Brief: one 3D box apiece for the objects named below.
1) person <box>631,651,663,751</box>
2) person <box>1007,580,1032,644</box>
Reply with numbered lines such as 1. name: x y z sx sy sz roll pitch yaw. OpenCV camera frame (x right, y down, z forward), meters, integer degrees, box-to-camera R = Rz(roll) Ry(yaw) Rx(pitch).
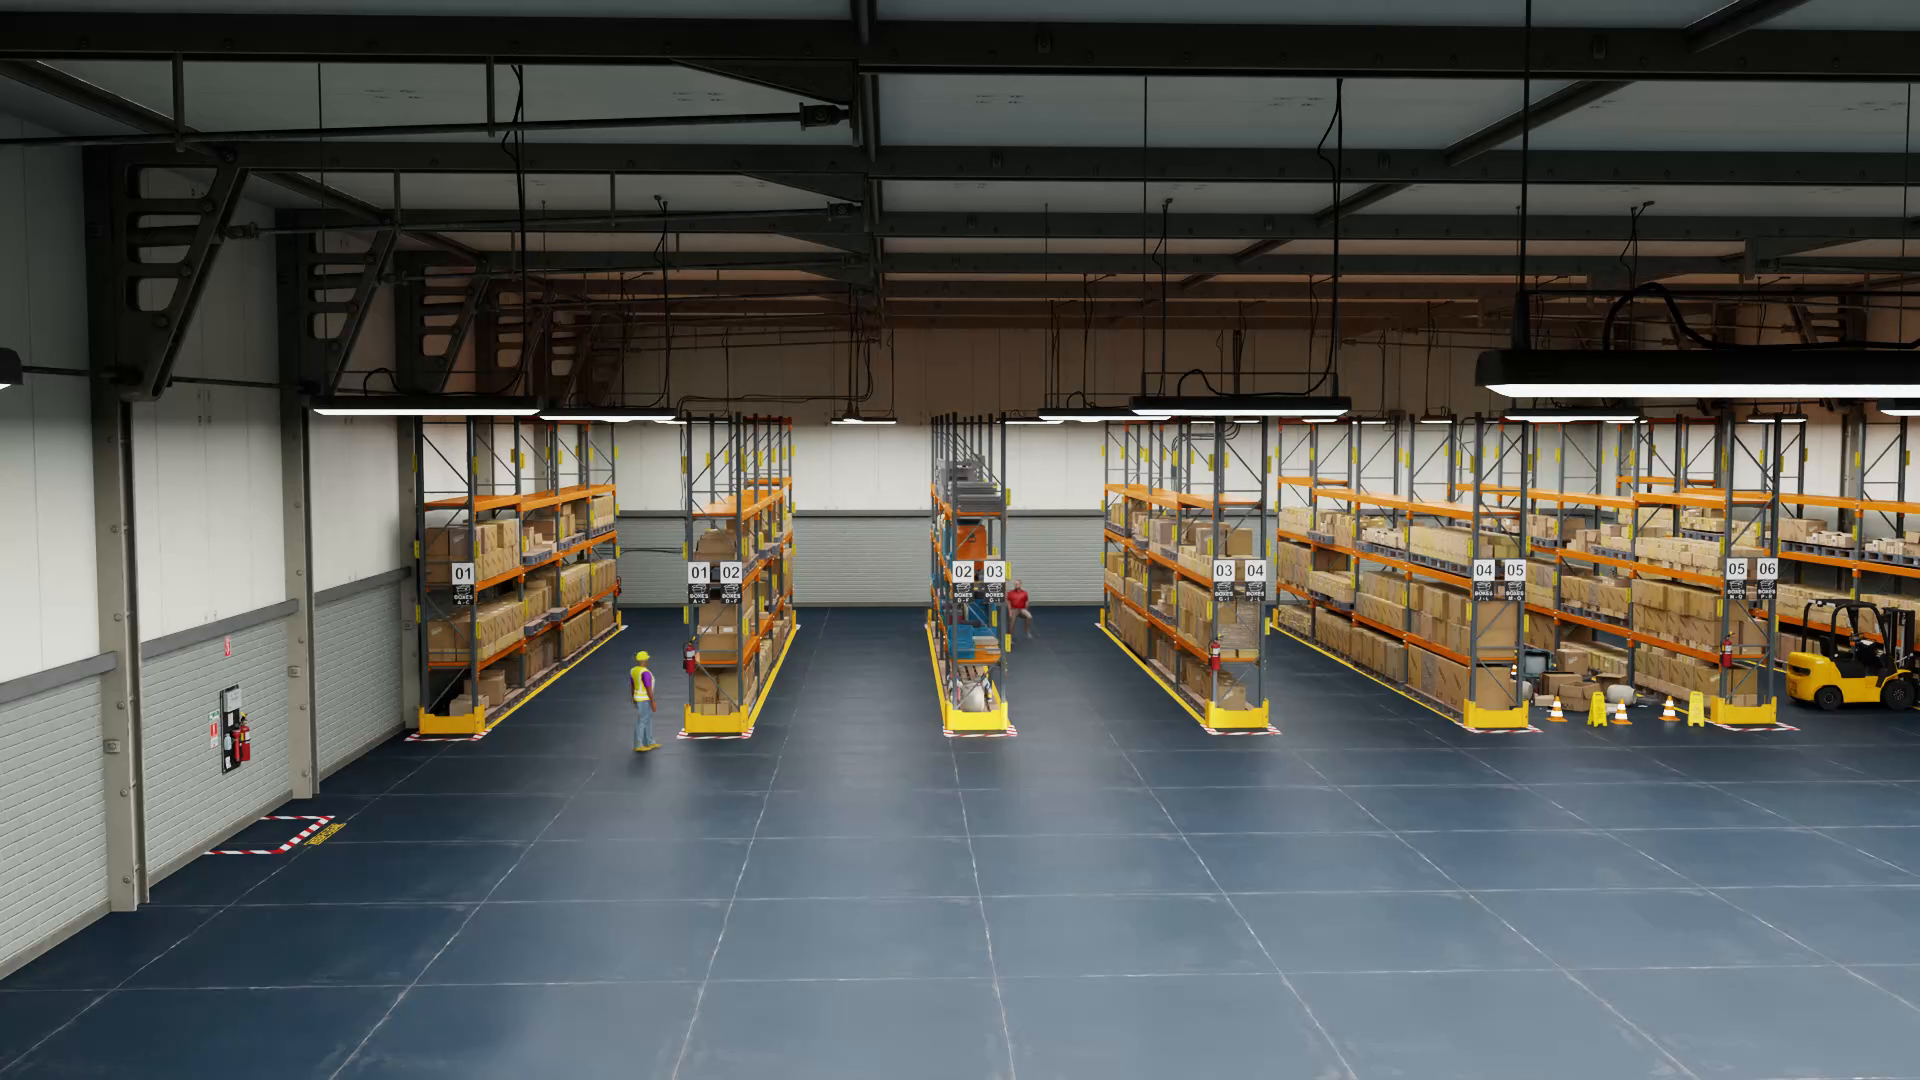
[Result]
1. person: -5.518 2.844 29.425 0.575 1.772 0.619 -1 4 -21
2. person: 1.524 1.899 43.363 0.600 1.688 0.882 -2 4 -21
